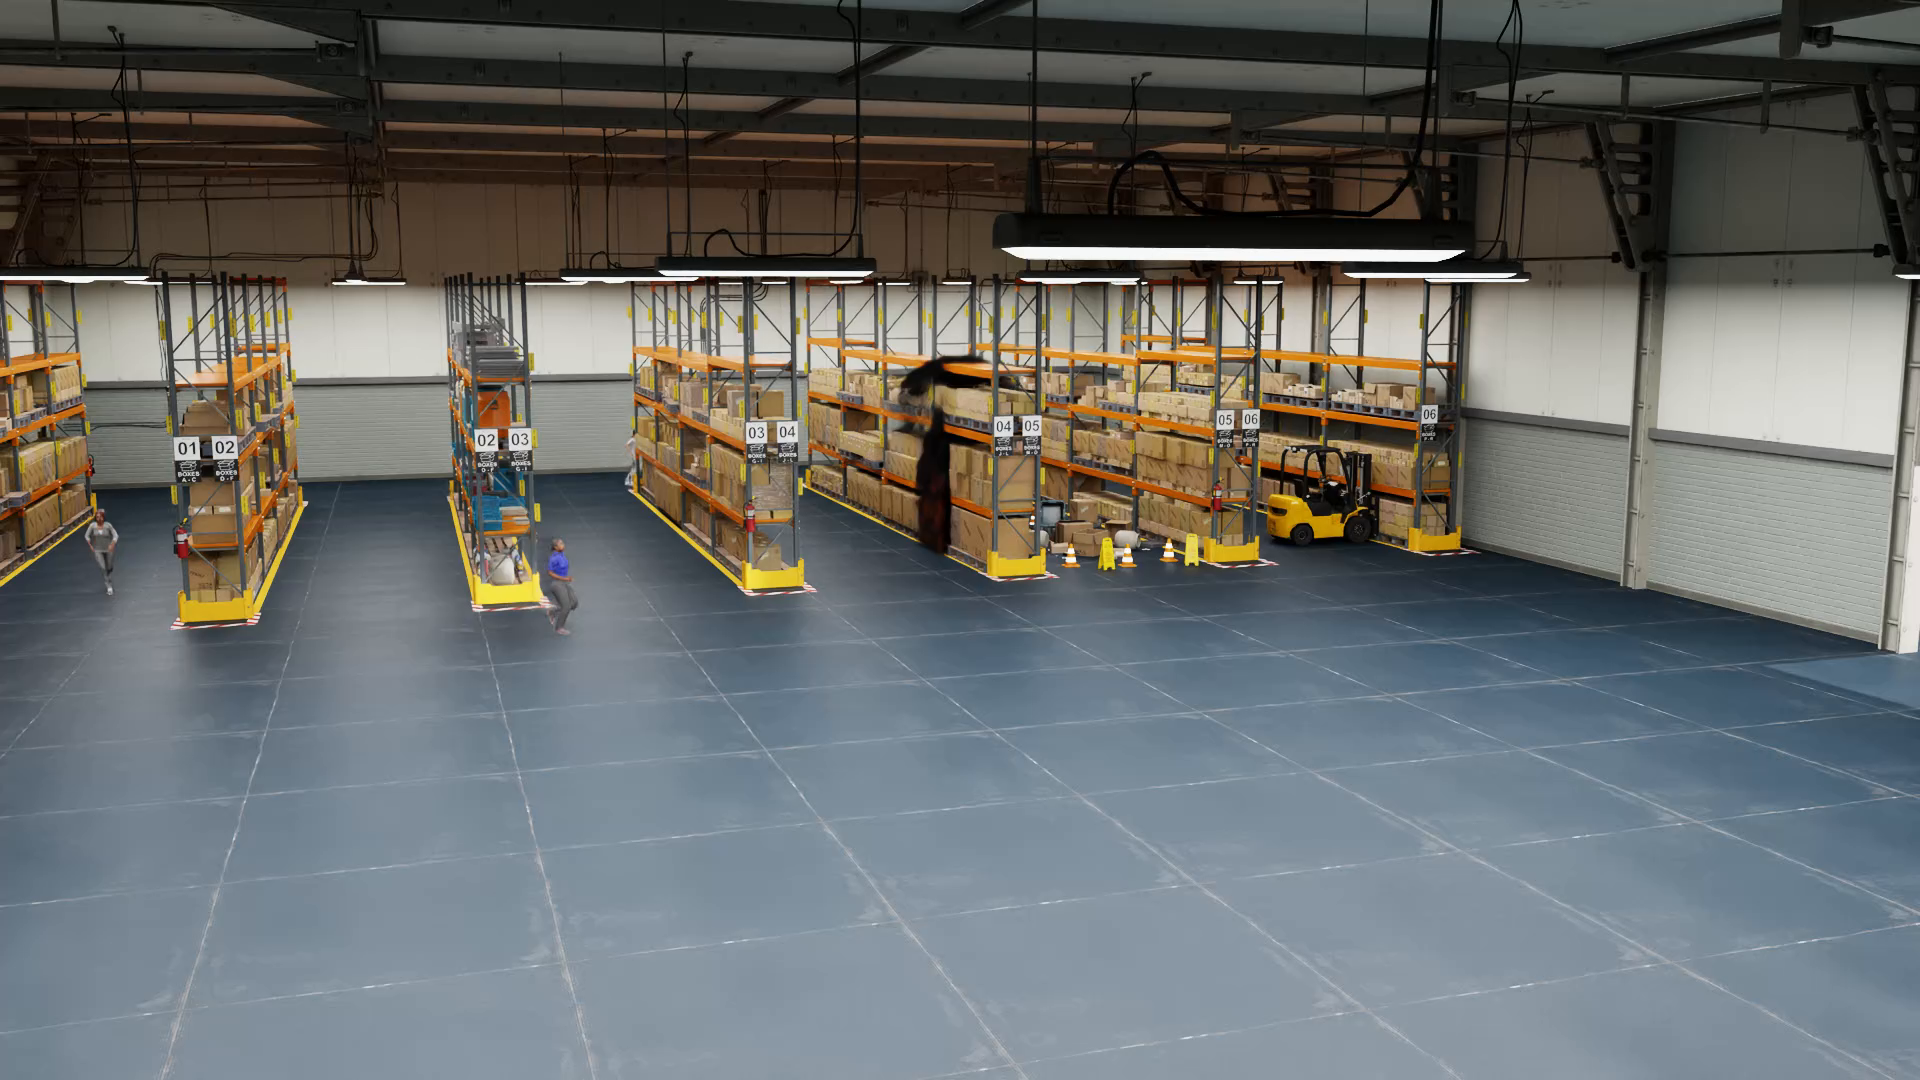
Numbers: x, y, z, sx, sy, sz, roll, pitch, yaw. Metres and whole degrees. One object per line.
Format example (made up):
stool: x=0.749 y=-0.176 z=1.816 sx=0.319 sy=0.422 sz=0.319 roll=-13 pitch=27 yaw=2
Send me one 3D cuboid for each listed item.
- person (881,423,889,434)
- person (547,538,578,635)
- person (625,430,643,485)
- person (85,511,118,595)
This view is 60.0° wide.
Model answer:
person: x=-2.270 y=-2.535 z=49.065 sx=0.723 sy=1.819 sz=0.679 roll=-4 pitch=10 yaw=-25
person: x=-6.653 y=0.771 z=27.697 sx=0.505 sy=1.613 sz=0.622 roll=1 pitch=9 yaw=5
person: x=-9.466 y=-2.415 z=48.504 sx=0.678 sy=1.626 sz=0.558 roll=1 pitch=9 yaw=6
person: x=-16.262 y=0.222 z=31.533 sx=0.559 sy=1.576 sz=0.695 roll=-5 pitch=10 yaw=-28
